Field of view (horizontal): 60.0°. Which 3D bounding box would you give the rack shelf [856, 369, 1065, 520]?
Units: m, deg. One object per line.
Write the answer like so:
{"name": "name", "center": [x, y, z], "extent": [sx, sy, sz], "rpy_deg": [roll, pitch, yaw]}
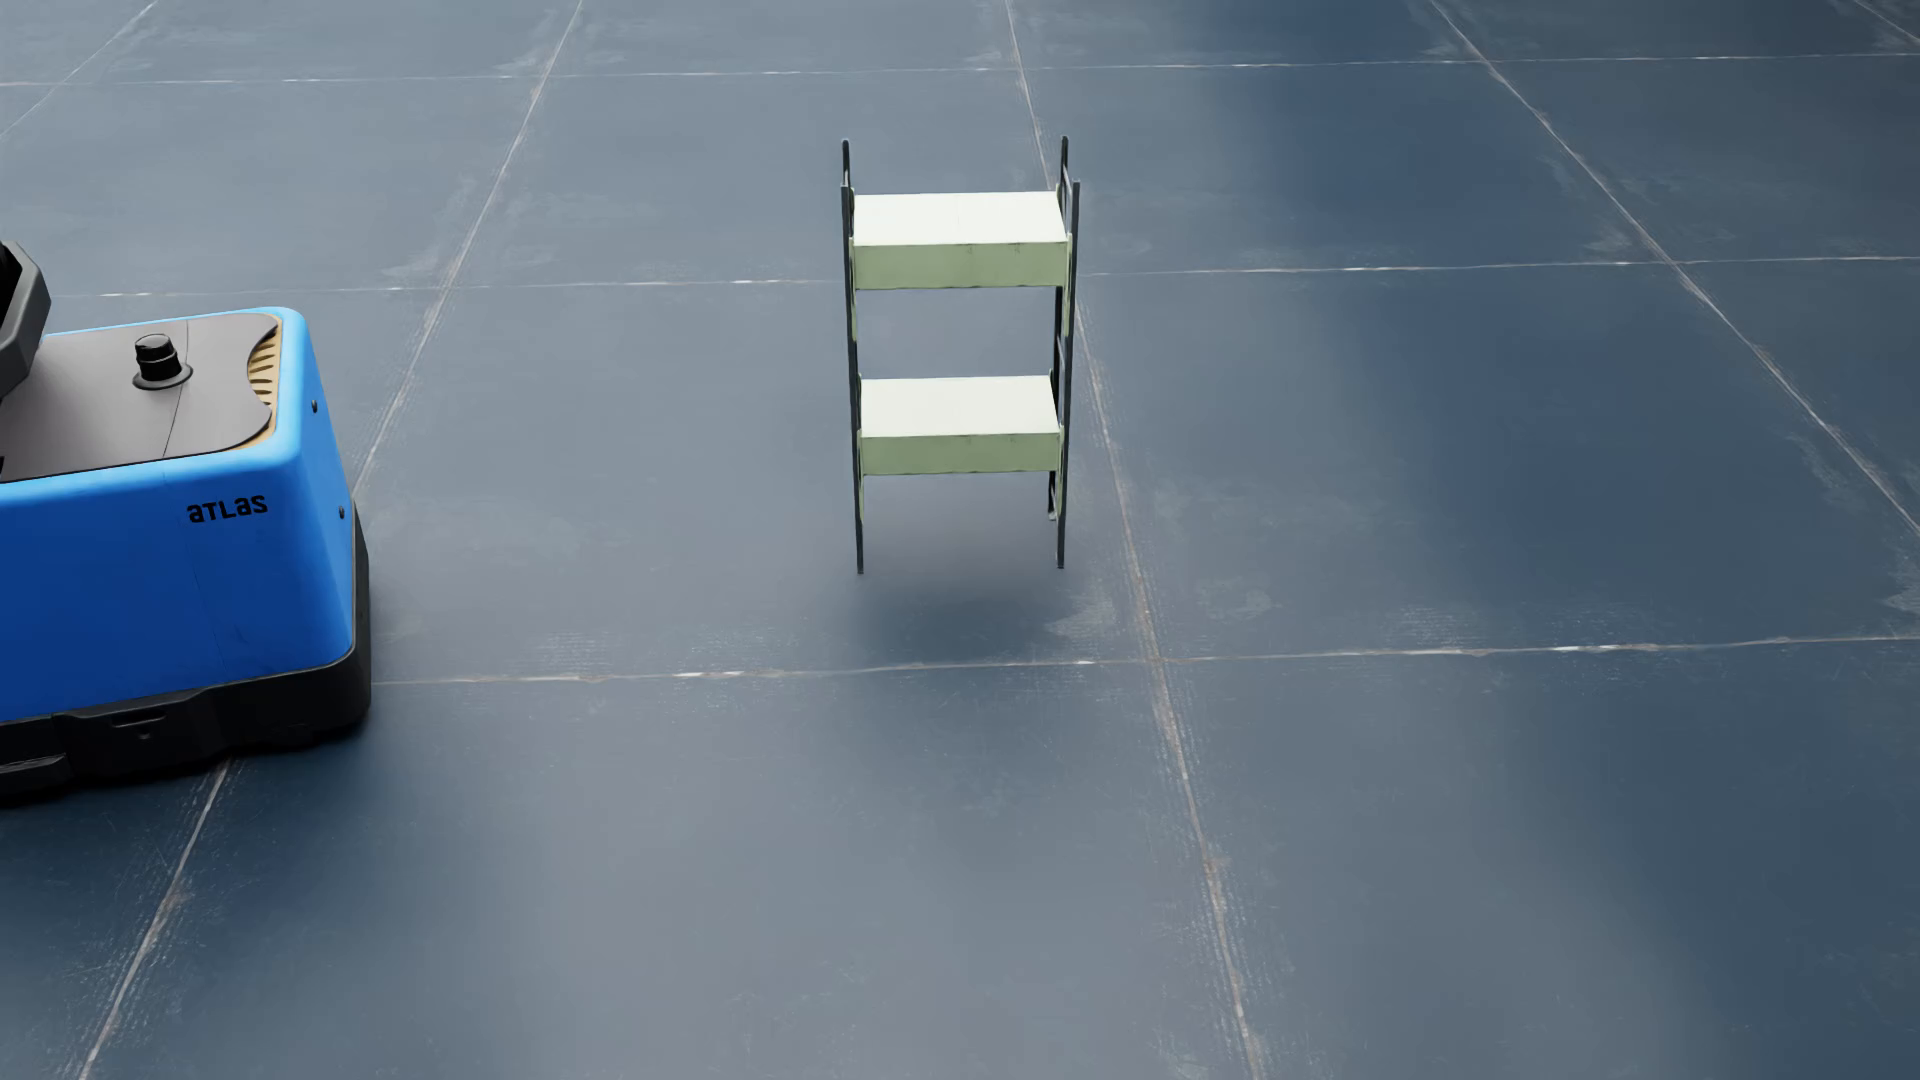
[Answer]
{"name": "rack shelf", "center": [-0.007, -0.348, 6.008], "extent": [0.720, 0.370, 0.431], "rpy_deg": [-2, 35, -2]}

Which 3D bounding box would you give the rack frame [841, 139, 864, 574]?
{"name": "rack frame", "center": [-0.372, -0.607, 5.809], "extent": [0.023, 1.500, 0.400], "rpy_deg": [-2, 35, -2]}

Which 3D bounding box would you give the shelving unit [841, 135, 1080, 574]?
{"name": "shelving unit", "center": [-0.007, -0.617, 5.823], "extent": [0.755, 1.500, 0.431], "rpy_deg": [-2, 35, -2]}

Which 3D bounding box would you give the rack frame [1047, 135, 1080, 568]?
{"name": "rack frame", "center": [0.359, -0.626, 5.837], "extent": [0.023, 1.500, 0.400], "rpy_deg": [-2, 35, -2]}

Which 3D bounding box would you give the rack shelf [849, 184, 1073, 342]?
{"name": "rack shelf", "center": [-0.007, -0.937, 5.601], "extent": [0.720, 0.370, 0.431], "rpy_deg": [-2, 35, -2]}

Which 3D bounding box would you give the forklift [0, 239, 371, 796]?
{"name": "forklift", "center": [-3.474, -0.605, 4.548], "extent": [3.031, 2.935, 1.130], "rpy_deg": [-10, 36, -14]}
